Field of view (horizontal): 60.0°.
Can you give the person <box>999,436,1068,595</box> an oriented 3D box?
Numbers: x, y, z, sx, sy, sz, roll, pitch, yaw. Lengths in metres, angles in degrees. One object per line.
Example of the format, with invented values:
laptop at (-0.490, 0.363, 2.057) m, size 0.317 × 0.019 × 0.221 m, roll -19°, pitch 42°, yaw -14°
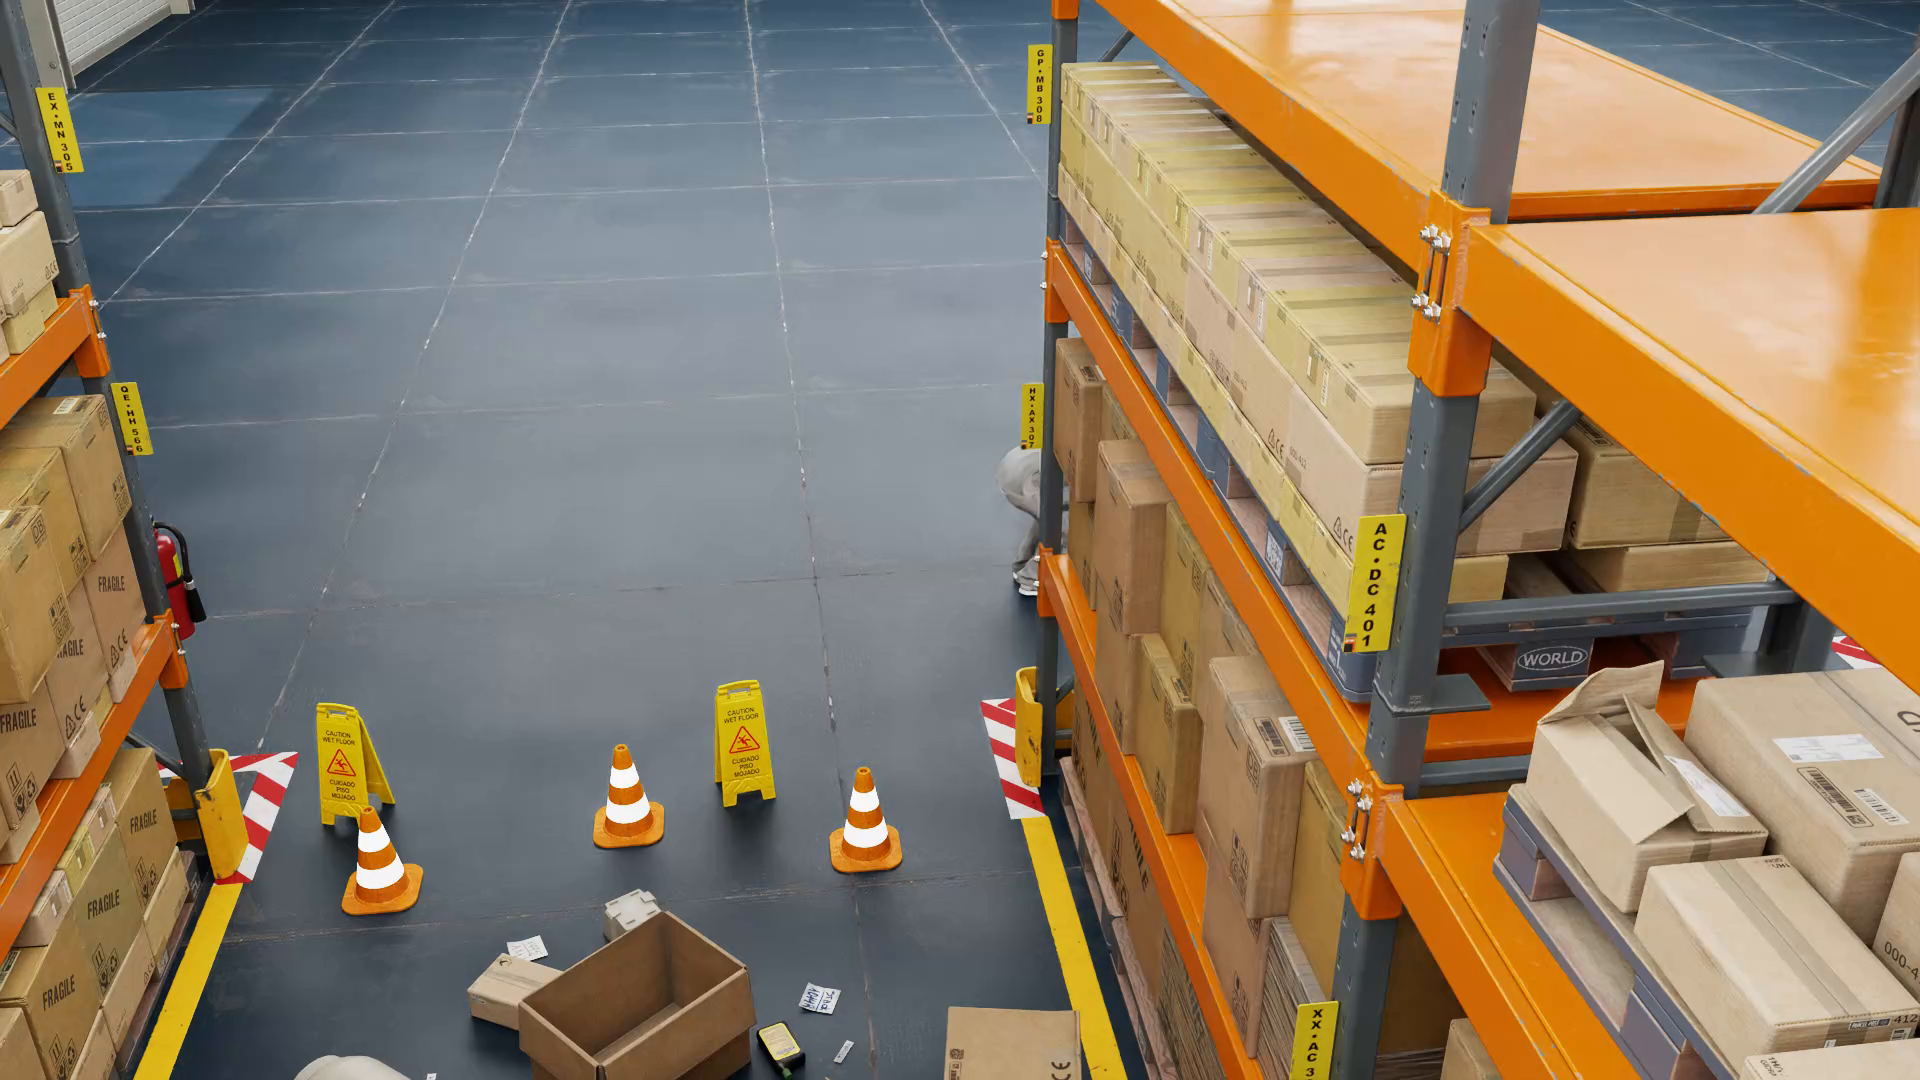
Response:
person at (0.651, -0.246, 10.039) m, size 0.830 × 1.162 × 0.394 m, roll -5°, pitch 28°, yaw -9°
